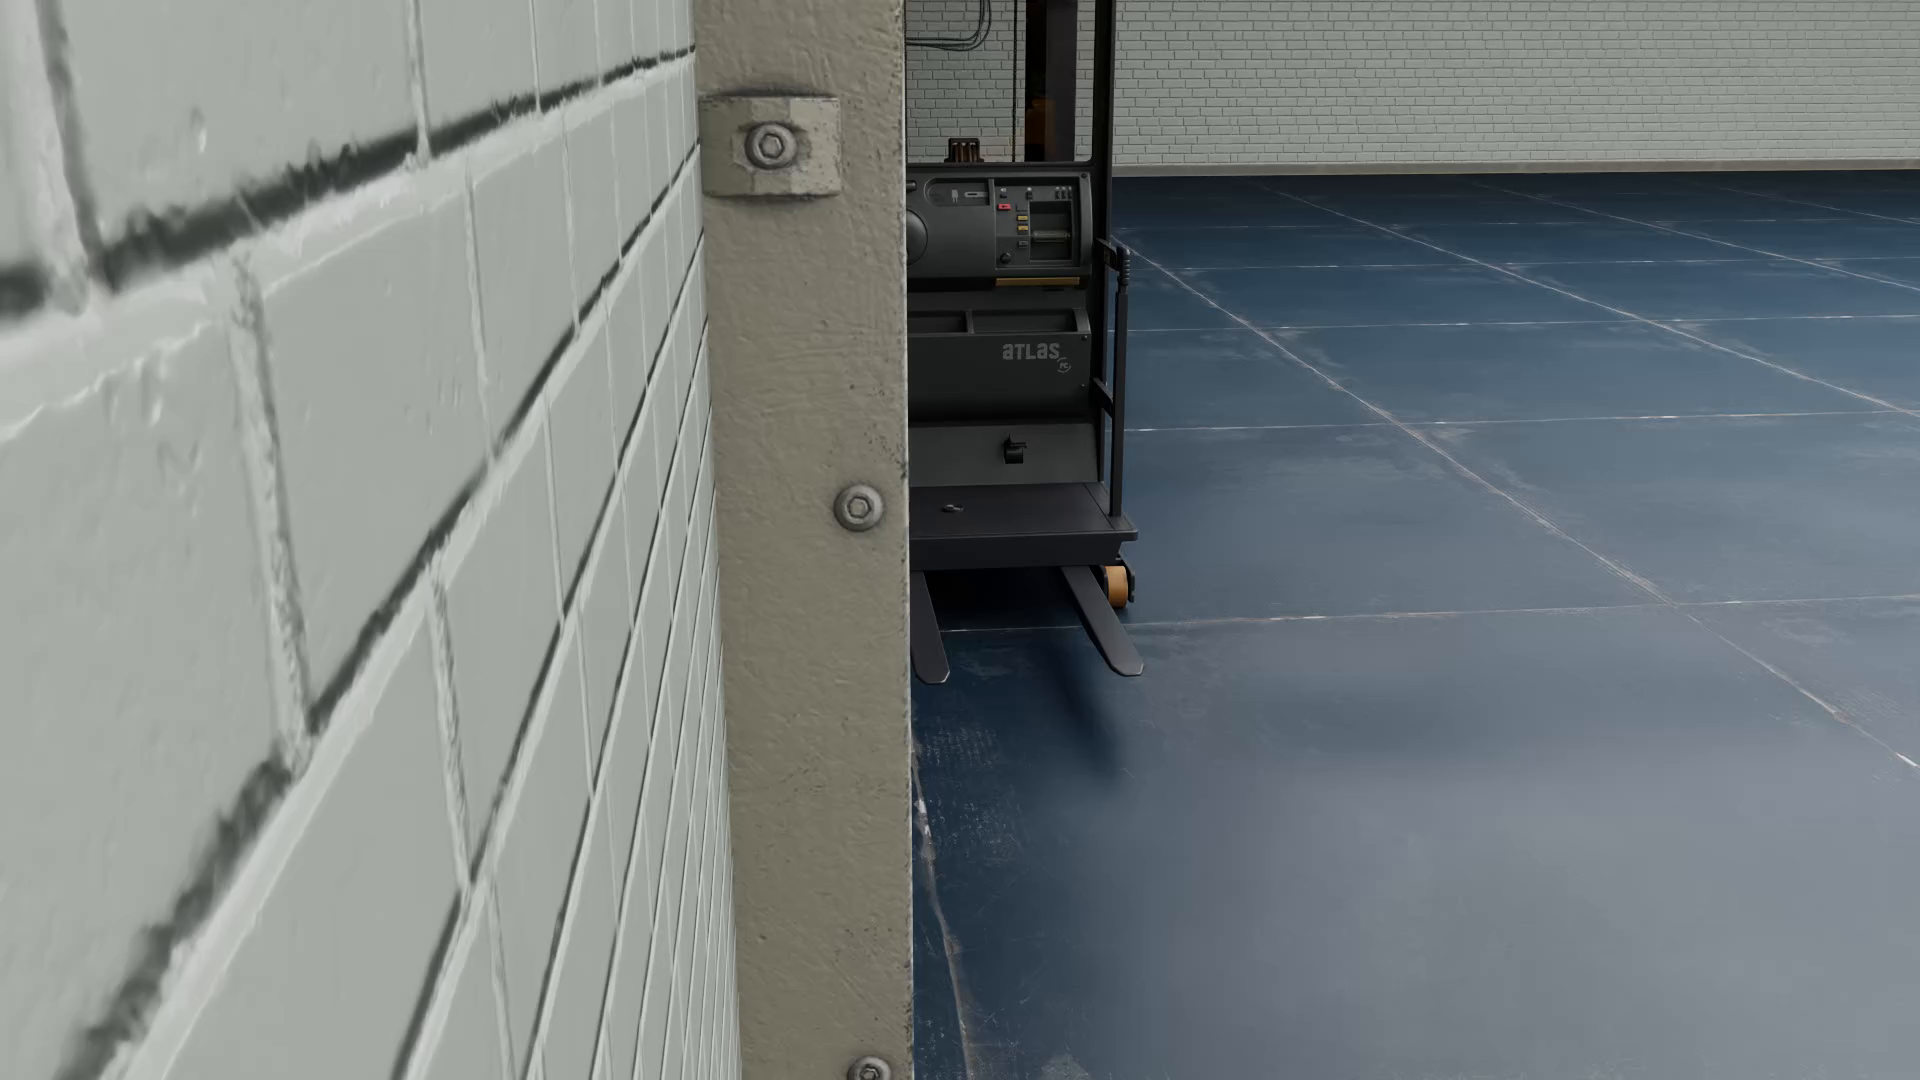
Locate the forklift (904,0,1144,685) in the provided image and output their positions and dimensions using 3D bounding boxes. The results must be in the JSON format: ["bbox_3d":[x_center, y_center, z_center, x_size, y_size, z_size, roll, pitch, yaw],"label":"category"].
[{"bbox_3d":[0.066,-1.213,6.147,1.130,2.935,3.031,-2,18,-6],"label":"forklift"}]

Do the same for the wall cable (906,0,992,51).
[{"bbox_3d":[-1.100,-7.849,22.337,3.097,2.526,0.112,-2,18,-6],"label":"wall cable"}]
